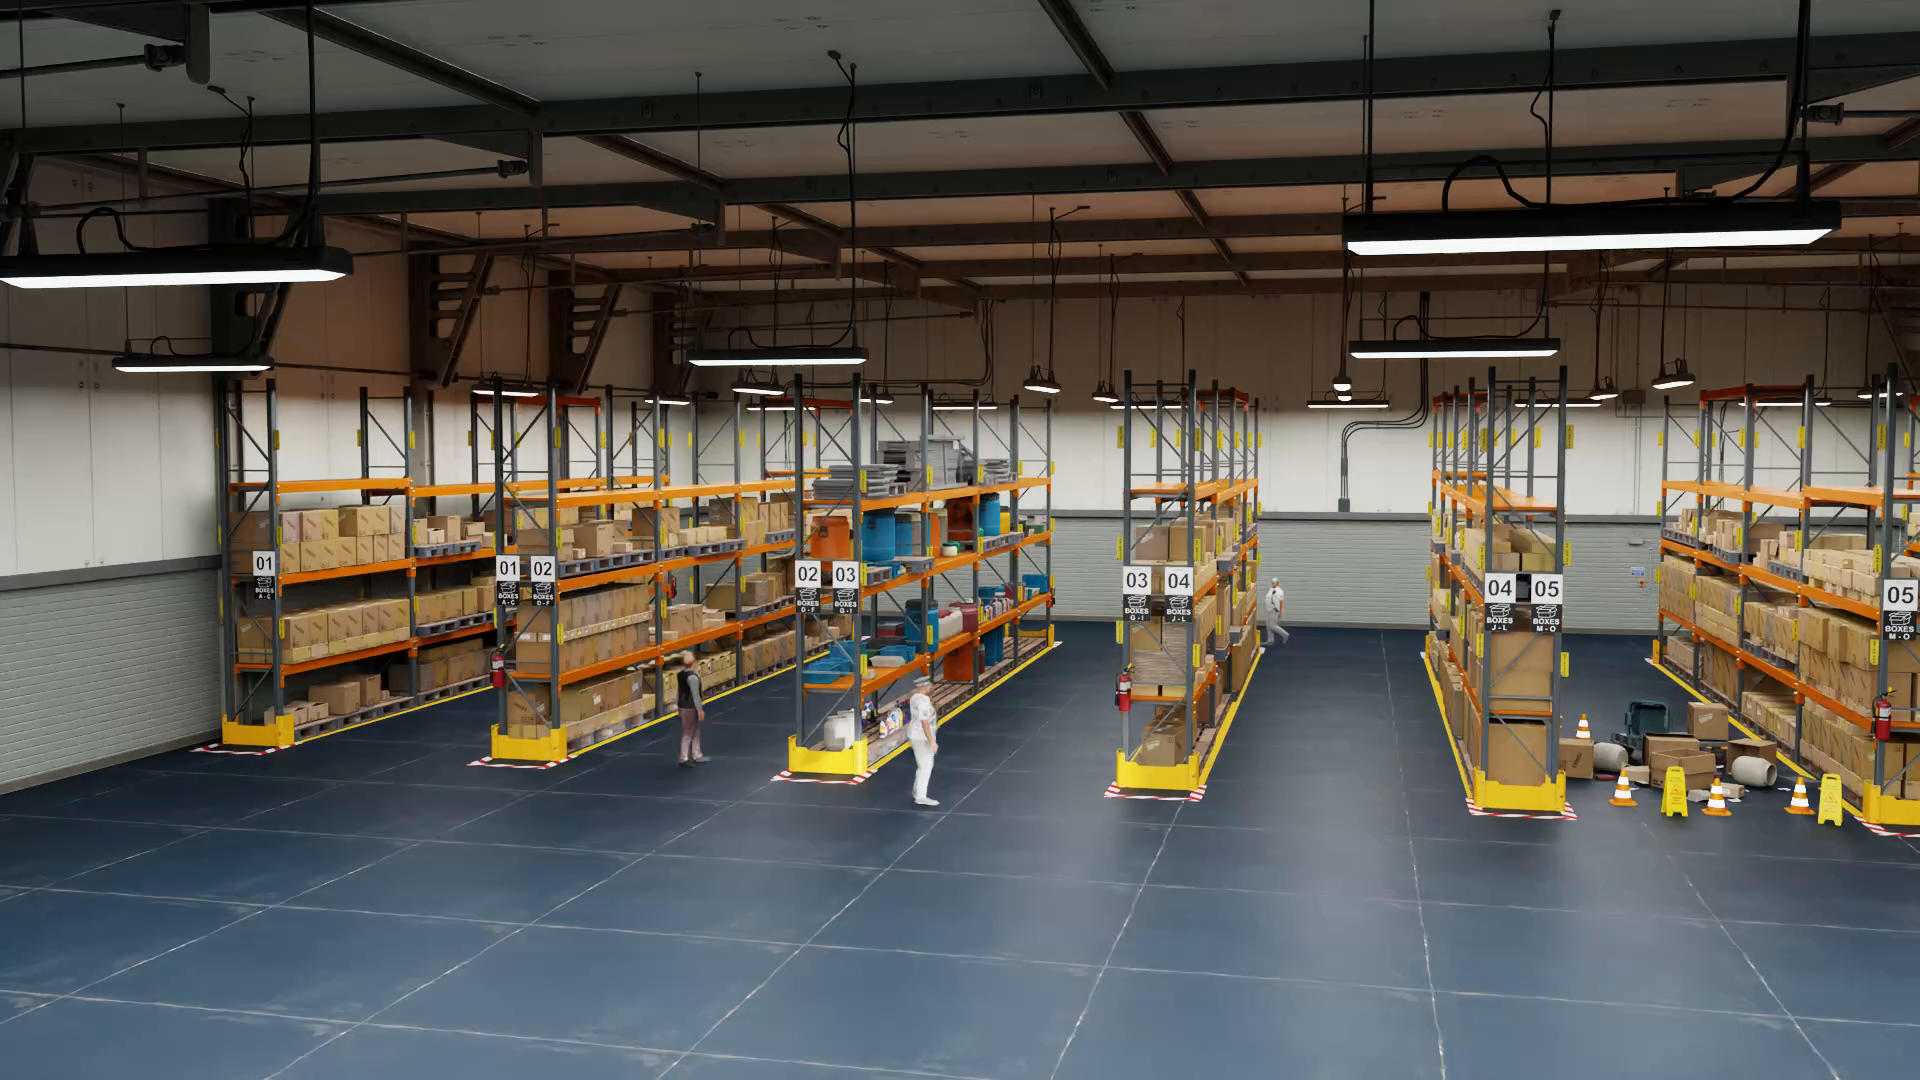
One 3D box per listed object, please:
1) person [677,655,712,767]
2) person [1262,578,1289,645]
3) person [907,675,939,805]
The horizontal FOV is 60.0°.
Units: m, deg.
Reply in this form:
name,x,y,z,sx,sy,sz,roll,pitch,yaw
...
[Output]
name,x,y,z,sx,sy,sz,roll,pitch,yaw
person,-4.075,2.585,25.582,0.562,1.660,0.579,-1,4,-17
person,7.662,1.740,40.428,0.595,1.651,0.479,-1,3,-11
person,-0.510,2.786,22.914,0.403,1.829,0.620,-1,3,-11
